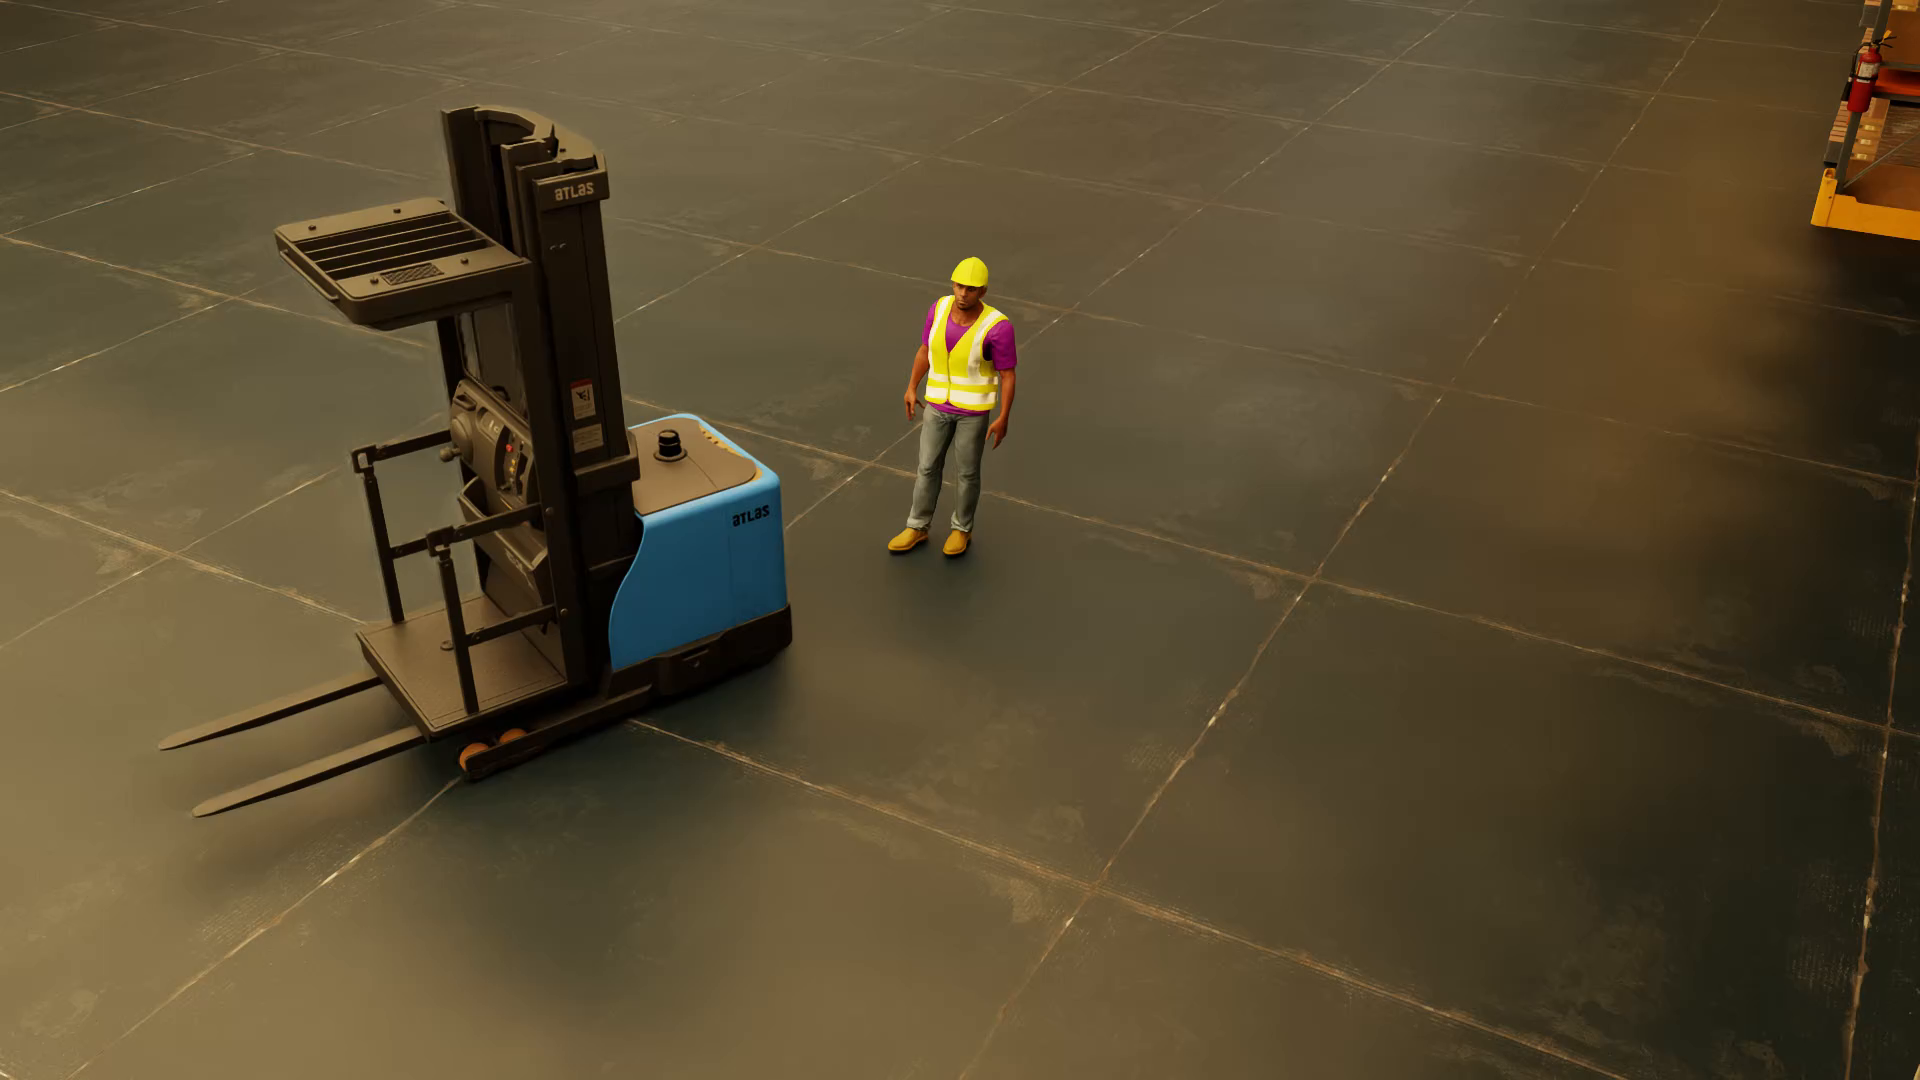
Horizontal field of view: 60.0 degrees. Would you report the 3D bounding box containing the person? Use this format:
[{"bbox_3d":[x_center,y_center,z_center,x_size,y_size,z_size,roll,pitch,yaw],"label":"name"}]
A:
[{"bbox_3d":[-0.039,-0.743,9.508,0.665,1.765,0.577,15,33,25],"label":"person"}]

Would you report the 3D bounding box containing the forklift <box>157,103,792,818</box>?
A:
[{"bbox_3d":[-2.389,-0.423,7.803,3.031,2.935,1.130,-20,36,-31],"label":"forklift"}]
